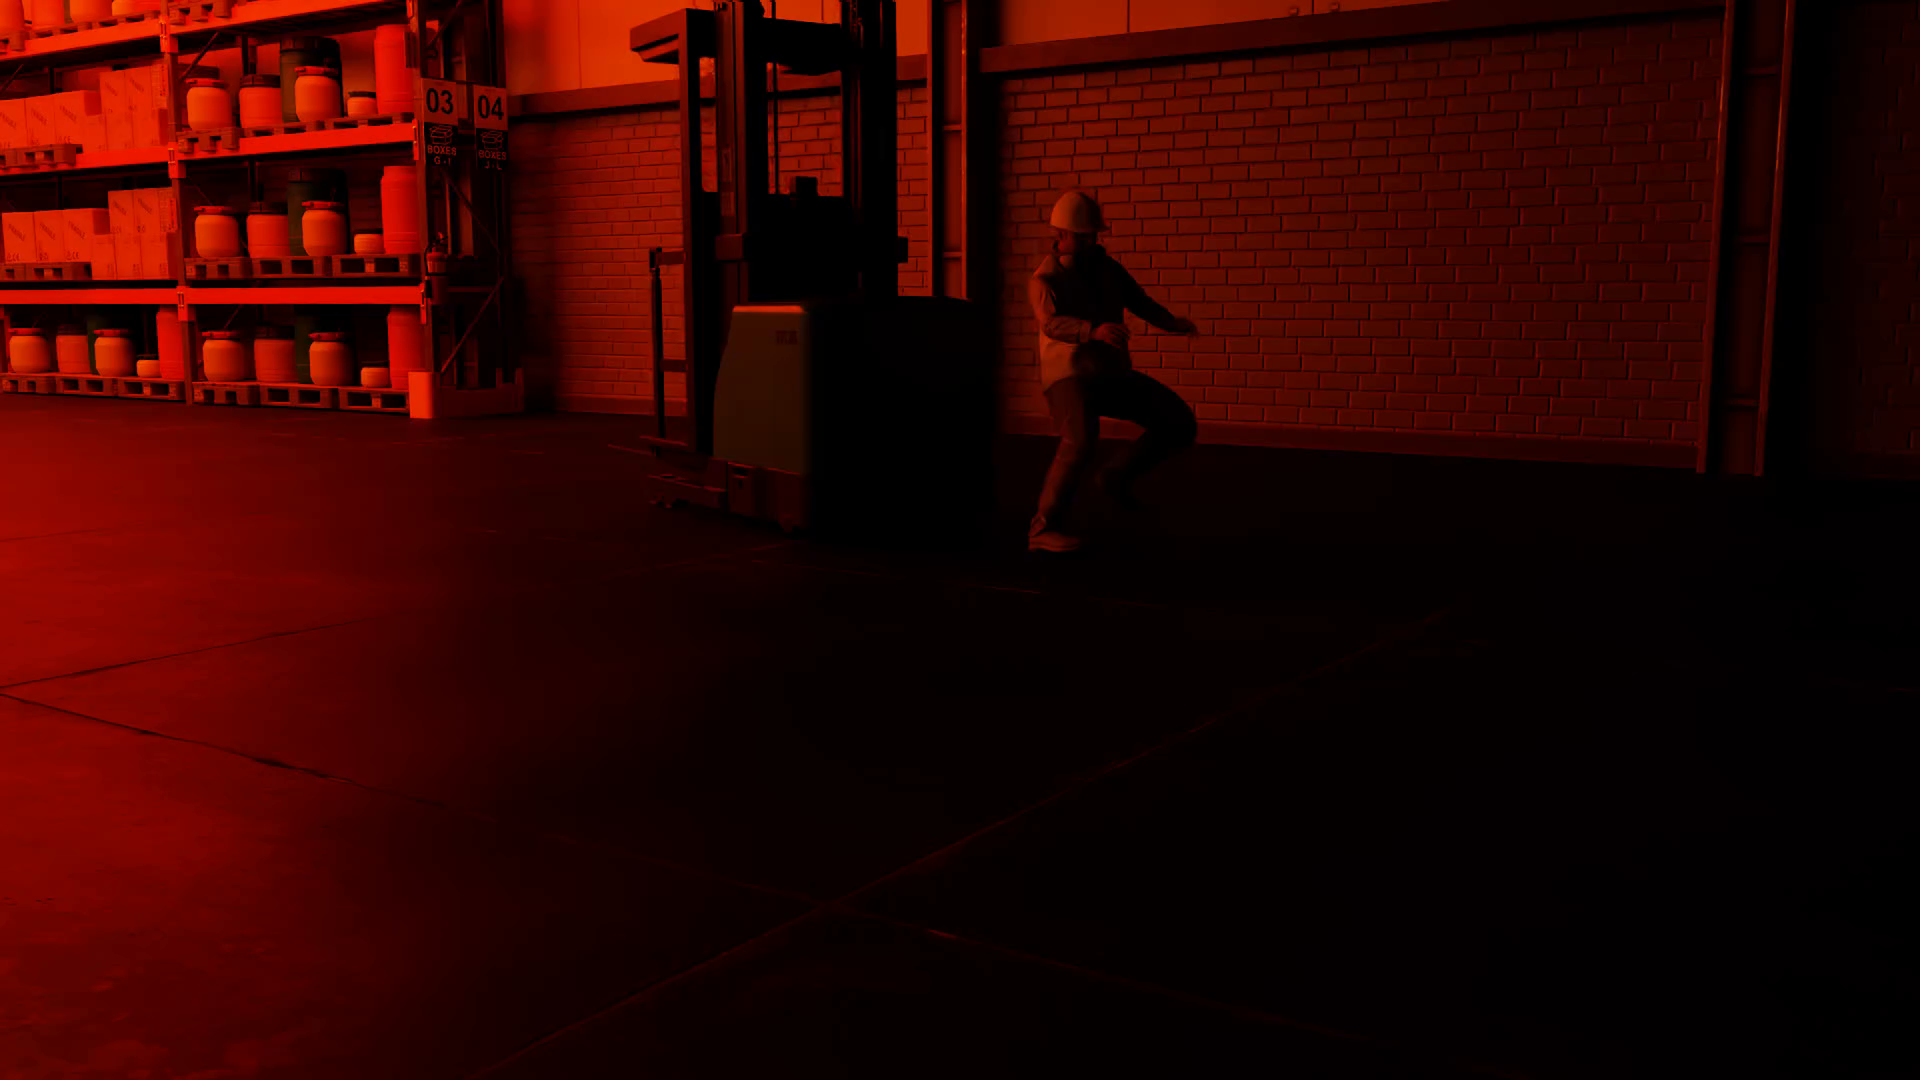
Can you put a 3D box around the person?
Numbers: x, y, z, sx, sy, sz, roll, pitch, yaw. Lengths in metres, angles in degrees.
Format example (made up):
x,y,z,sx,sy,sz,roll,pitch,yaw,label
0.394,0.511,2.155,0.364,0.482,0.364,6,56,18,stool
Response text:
x,y,z,sx,sy,sz,roll,pitch,yaw,label
0.642,-0.760,7.396,0.875,1.570,0.781,-6,10,-37,person

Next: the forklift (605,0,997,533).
x,y,z,sx,sy,sz,roll,pitch,yaw,label
-1.042,-1.647,8.772,1.130,2.935,3.031,-5,10,-32,forklift
